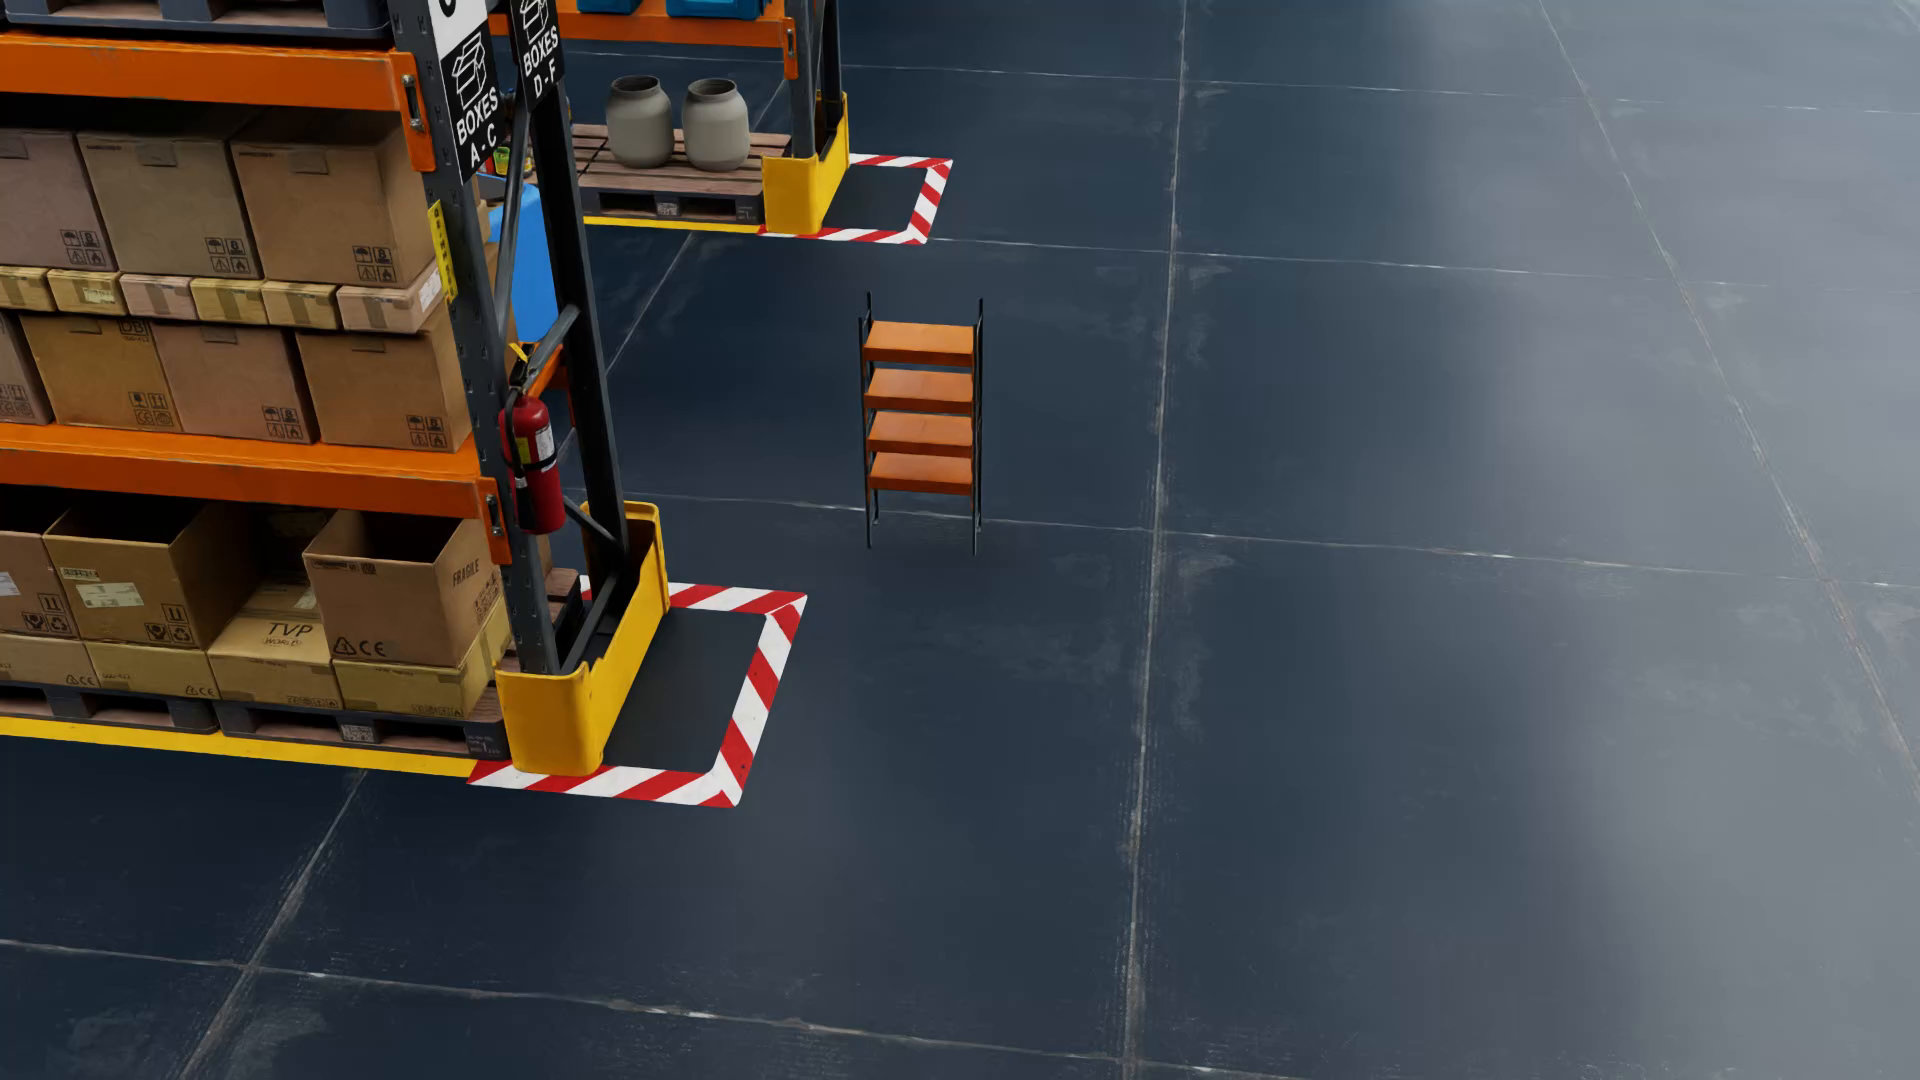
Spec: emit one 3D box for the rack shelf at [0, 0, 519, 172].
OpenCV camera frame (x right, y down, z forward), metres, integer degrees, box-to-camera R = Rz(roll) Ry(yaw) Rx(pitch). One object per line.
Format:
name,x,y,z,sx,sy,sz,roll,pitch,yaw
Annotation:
rack shelf,-3.525,-1.722,5.618,4.000,0.370,1.077,4,36,6

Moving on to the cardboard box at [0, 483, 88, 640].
cardboard box,-3.601,0.026,6.492,0.500,0.500,0.500,4,36,6

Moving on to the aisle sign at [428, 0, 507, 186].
aisle sign,-1.514,-1.530,5.074,0.004,0.787,0.394,4,36,6

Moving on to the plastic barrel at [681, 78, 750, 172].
plastic barrel,-1.569,-2.663,10.679,0.421,0.512,0.421,0,36,0

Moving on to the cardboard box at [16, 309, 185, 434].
cardboard box,-3.016,-0.805,6.209,0.500,0.500,0.700,4,36,6

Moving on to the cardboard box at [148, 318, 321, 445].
cardboard box,-2.524,-0.765,6.153,0.500,0.500,0.700,5,36,7

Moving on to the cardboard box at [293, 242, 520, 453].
cardboard box,-2.003,-0.729,6.103,0.500,0.500,0.700,4,36,6

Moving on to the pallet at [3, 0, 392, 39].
pallet,-2.239,-1.898,5.322,1.213,0.211,1.003,4,36,6

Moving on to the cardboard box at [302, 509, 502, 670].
cardboard box,-2.111,0.129,6.347,0.500,0.500,0.500,4,36,6

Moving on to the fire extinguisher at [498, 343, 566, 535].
fire extinguisher,-1.483,-0.338,5.708,0.183,0.674,0.296,4,36,6

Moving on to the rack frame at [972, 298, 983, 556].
rack frame,0.078,-0.483,7.393,0.015,1.200,0.240,4,36,6

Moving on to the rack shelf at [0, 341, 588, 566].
rack shelf,-3.525,-0.501,6.489,4.000,0.370,1.077,4,36,6

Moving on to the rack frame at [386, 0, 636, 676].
rack frame,-1.541,-0.646,6.073,0.127,3.000,1.000,4,36,6

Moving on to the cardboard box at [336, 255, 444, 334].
cardboard box,-1.945,-0.869,5.741,0.250,0.149,0.380,4,36,5

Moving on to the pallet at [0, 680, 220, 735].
pallet,-3.512,0.365,7.057,1.213,0.211,1.003,4,36,6

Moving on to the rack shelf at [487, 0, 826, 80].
rack shelf,-2.891,-3.355,10.488,4.000,0.370,1.077,4,36,6

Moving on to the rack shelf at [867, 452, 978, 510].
rack shelf,-0.164,-0.284,7.573,0.480,0.148,0.258,4,36,6

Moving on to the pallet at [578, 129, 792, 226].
pallet,-1.793,-2.406,10.940,1.213,0.211,1.003,4,36,6

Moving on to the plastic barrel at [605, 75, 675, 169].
plastic barrel,-2.067,-2.700,10.731,0.421,0.512,0.421,0,36,0

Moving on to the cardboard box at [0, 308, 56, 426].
cardboard box,-3.539,-0.842,6.261,0.500,0.500,0.700,5,36,7

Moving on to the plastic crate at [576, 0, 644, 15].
plastic crate,-2.085,-3.355,9.997,0.408,0.251,0.499,4,36,6

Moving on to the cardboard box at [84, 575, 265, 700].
cardboard box,-3.105,0.367,6.659,0.500,0.250,0.500,4,36,6

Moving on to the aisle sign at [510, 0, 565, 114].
aisle sign,-1.437,-1.876,5.558,0.004,0.787,0.394,4,36,6

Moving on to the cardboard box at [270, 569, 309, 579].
cardboard box,-2.541,0.100,7.034,0.500,0.250,0.500,4,36,6

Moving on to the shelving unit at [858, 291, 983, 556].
shelving unit,-0.164,-0.501,7.419,0.503,1.200,0.258,4,36,6

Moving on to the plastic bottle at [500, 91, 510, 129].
plastic bottle,-3.105,-2.915,11.222,0.097,0.271,0.097,0,36,0

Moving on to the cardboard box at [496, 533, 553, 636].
cardboard box,-2.045,0.134,6.985,0.500,0.250,0.500,4,36,6

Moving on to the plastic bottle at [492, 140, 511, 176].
plastic bottle,-2.903,-2.455,10.567,0.133,0.283,0.061,5,36,7

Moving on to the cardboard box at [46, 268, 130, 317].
cardboard box,-2.968,-0.946,5.848,0.250,0.149,0.380,5,36,7

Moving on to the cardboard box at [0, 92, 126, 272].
cardboard box,-3.078,-1.333,5.833,0.500,0.500,0.700,4,36,6

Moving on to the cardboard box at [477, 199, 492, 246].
cardboard box,-1.903,-1.104,6.070,0.250,0.149,0.380,4,36,6

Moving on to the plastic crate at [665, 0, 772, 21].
plastic crate,-1.441,-3.304,9.925,0.616,0.251,0.499,4,36,6

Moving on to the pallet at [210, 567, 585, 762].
pallet,-2.305,0.457,6.929,1.213,0.211,1.003,4,36,6

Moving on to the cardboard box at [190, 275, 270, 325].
cardboard box,-2.458,-0.907,5.794,0.250,0.149,0.380,4,36,5

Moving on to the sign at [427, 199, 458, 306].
sign,-1.624,-0.902,5.231,0.005,0.325,0.100,4,36,6

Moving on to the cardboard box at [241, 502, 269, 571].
cardboard box,-3.039,-0.236,6.859,0.500,0.500,0.500,4,36,6

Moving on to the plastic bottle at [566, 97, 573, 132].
plastic bottle,-2.665,-2.882,11.176,0.097,0.271,0.097,0,36,0

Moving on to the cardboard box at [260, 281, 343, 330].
cardboard box,-2.205,-0.888,5.767,0.250,0.149,0.380,5,36,7

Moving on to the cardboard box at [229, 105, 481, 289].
cardboard box,-2.055,-1.261,5.731,0.500,0.500,0.700,4,36,6

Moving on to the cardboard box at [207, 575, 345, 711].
cardboard box,-2.608,0.403,6.609,0.500,0.250,0.500,4,36,6

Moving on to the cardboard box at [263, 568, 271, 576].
cardboard box,-3.037,0.062,7.086,0.500,0.250,0.500,4,36,6

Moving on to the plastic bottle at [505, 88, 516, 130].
plastic bottle,-3.005,-2.907,11.211,0.097,0.271,0.097,0,36,0

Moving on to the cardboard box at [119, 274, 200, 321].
cardboard box,-2.707,-0.927,5.822,0.250,0.149,0.380,5,36,7

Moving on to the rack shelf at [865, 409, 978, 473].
rack shelf,-0.164,-0.446,7.458,0.480,0.148,0.258,4,36,6

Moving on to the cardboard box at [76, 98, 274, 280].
cardboard box,-2.578,-1.296,5.781,0.500,0.500,0.700,3,36,5

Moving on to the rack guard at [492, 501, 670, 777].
rack guard,-1.518,0.373,6.797,0.348,0.500,1.175,4,36,6

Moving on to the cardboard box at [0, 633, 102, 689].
cardboard box,-3.600,0.329,6.713,0.500,0.250,0.500,4,36,6

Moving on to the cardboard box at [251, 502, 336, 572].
cardboard box,-2.541,-0.207,6.817,0.500,0.500,0.500,4,36,6

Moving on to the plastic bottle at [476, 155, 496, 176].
plastic bottle,-3.031,-2.488,10.620,0.135,0.276,0.152,5,36,6

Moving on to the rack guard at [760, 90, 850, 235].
rack guard,-0.988,-2.461,10.768,0.348,0.500,1.175,4,36,6

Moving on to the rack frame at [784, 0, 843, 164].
rack frame,-0.907,-3.500,10.072,0.127,3.000,1.000,4,36,6

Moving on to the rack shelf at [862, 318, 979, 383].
rack shelf,-0.164,-0.820,7.190,0.480,0.148,0.258,4,36,6

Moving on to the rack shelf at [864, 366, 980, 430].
rack shelf,-0.164,-0.628,7.328,0.480,0.148,0.258,4,36,6

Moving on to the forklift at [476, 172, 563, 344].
forklift,-3.653,-2.240,8.365,3.031,2.935,1.130,16,39,21

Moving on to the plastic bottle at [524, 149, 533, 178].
plastic bottle,-2.784,-2.423,10.593,0.097,0.201,0.097,0,36,0

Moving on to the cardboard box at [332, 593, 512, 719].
cardboard box,-2.111,0.433,6.567,0.500,0.250,0.500,4,36,6

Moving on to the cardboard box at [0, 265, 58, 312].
cardboard box,-3.229,-0.964,5.874,0.250,0.149,0.380,5,36,7

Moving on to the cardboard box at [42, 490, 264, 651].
cardboard box,-3.105,0.063,6.439,0.500,0.500,0.500,4,36,6

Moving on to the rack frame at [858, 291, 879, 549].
rack frame,-0.406,-0.519,7.444,0.015,1.200,0.240,4,36,6

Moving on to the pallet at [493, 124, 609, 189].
pallet,-3.000,-2.498,11.069,1.213,0.211,1.003,4,36,6
